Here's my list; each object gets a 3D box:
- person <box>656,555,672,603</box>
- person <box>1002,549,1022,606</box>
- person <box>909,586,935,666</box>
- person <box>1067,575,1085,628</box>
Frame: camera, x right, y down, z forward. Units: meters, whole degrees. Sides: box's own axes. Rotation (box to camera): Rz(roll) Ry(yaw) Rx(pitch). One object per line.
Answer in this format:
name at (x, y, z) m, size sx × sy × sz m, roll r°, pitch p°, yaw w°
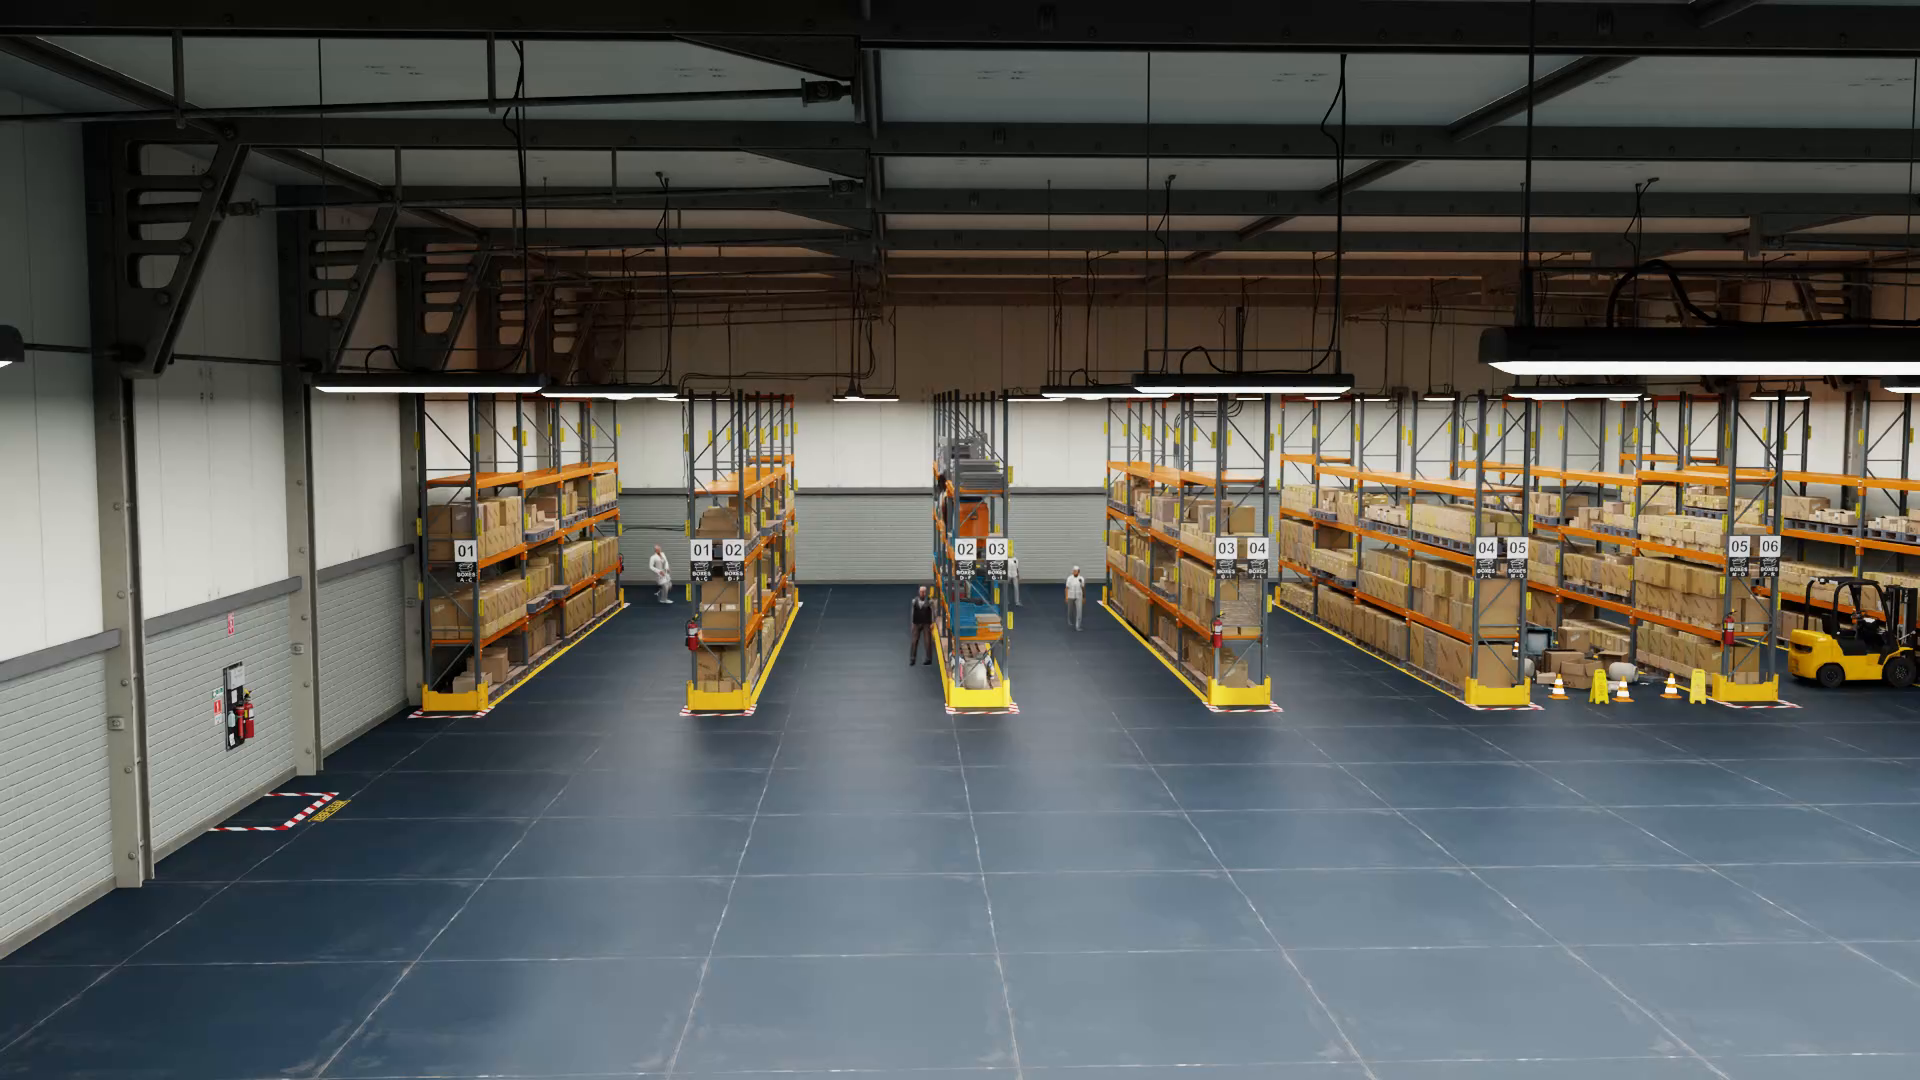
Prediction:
person at (-8.625, 1.109, 47.703) m, size 0.554 × 1.471 × 0.729 m, roll 3°, pitch 5°, yaw 28°
person at (1.484, 1.047, 47.184) m, size 0.561 × 1.619 × 0.991 m, roll -1°, pitch 5°, yaw -16°
person at (-0.832, 1.878, 36.394) m, size 0.560 × 1.742 × 0.407 m, roll 1°, pitch 5°, yaw 11°
person at (2.942, 1.554, 42.314) m, size 0.452 × 1.336 × 0.760 m, roll 0°, pitch 5°, yaw 2°
